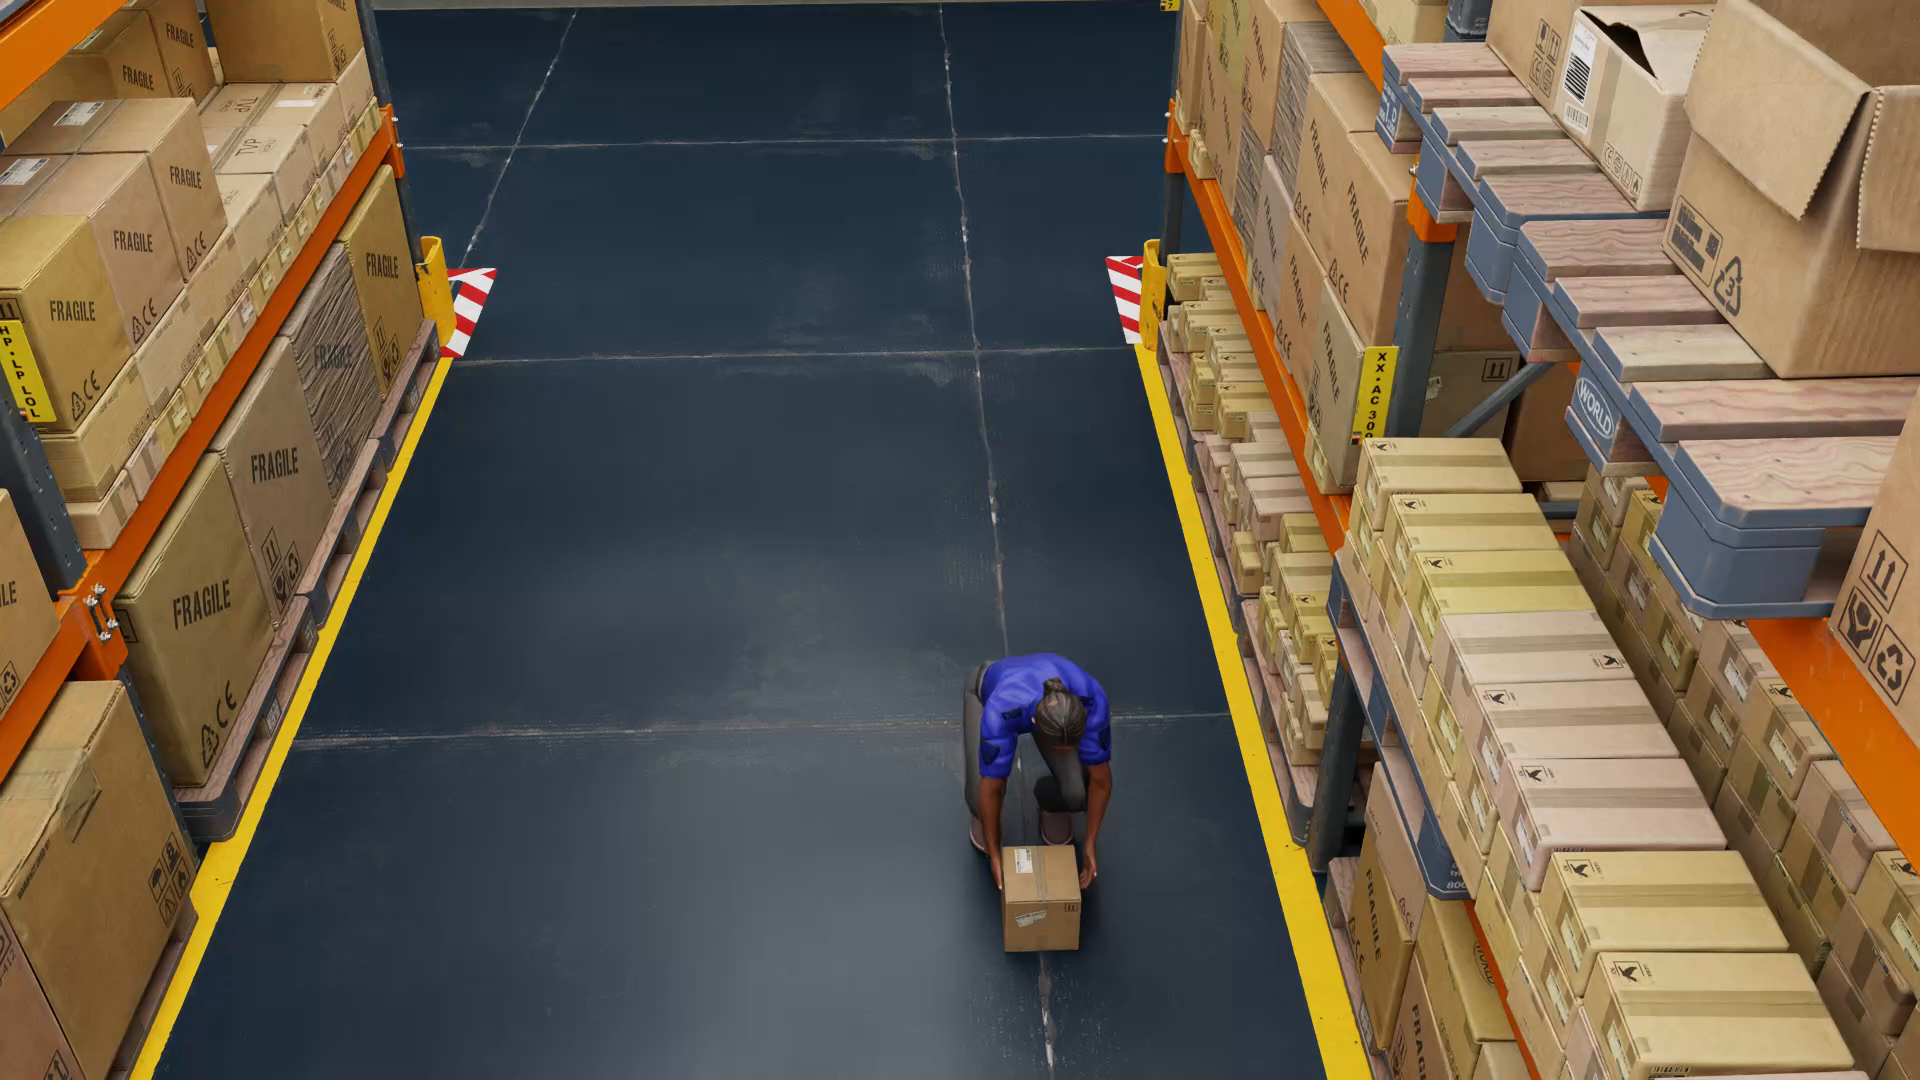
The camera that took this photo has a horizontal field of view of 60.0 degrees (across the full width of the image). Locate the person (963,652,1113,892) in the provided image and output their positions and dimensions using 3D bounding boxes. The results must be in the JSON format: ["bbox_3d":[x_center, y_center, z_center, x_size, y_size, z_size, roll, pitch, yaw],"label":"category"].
[{"bbox_3d":[0.255,0.720,5.751,0.487,0.954,0.789,-3,36,-4],"label":"person"}]
